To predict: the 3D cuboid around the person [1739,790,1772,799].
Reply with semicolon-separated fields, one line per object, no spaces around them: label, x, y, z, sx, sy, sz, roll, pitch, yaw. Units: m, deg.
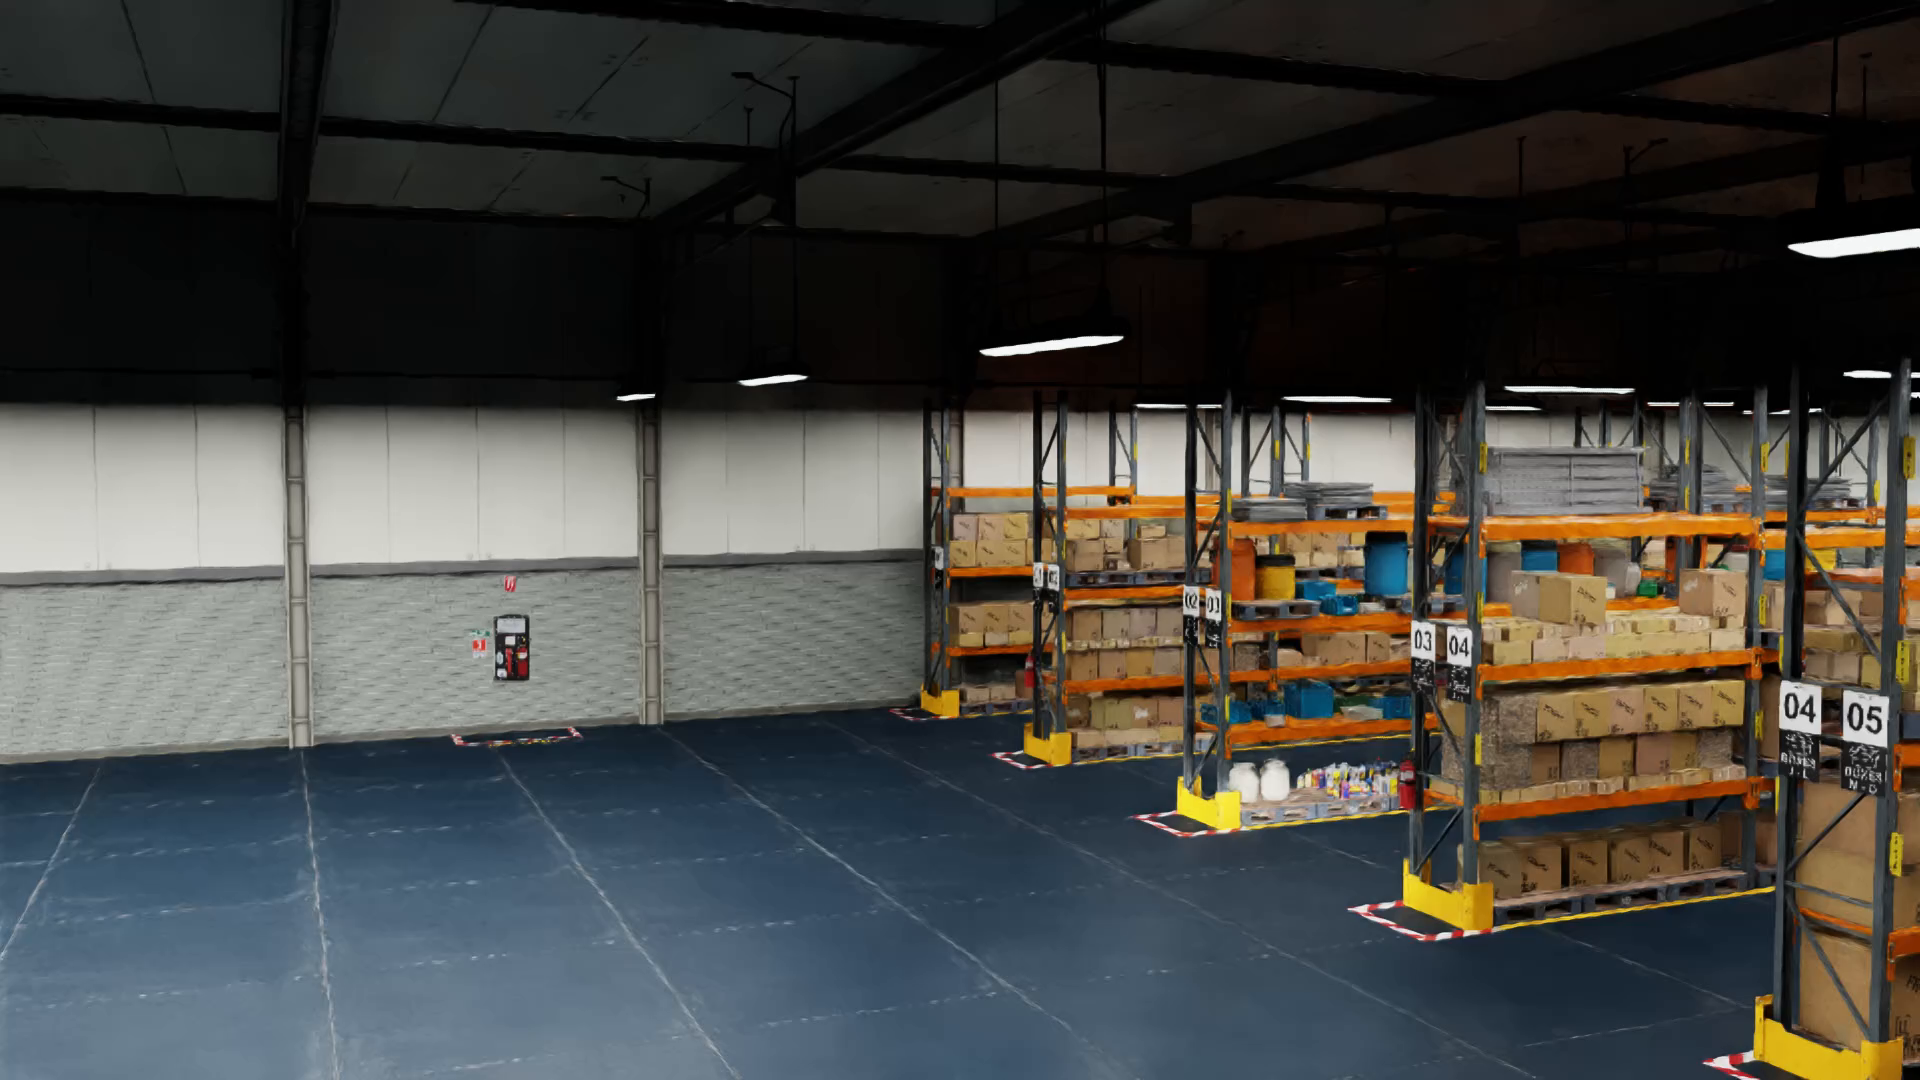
person;11.469;2.885;24.114;0.549;1.735;0.702;-1;4;-24
